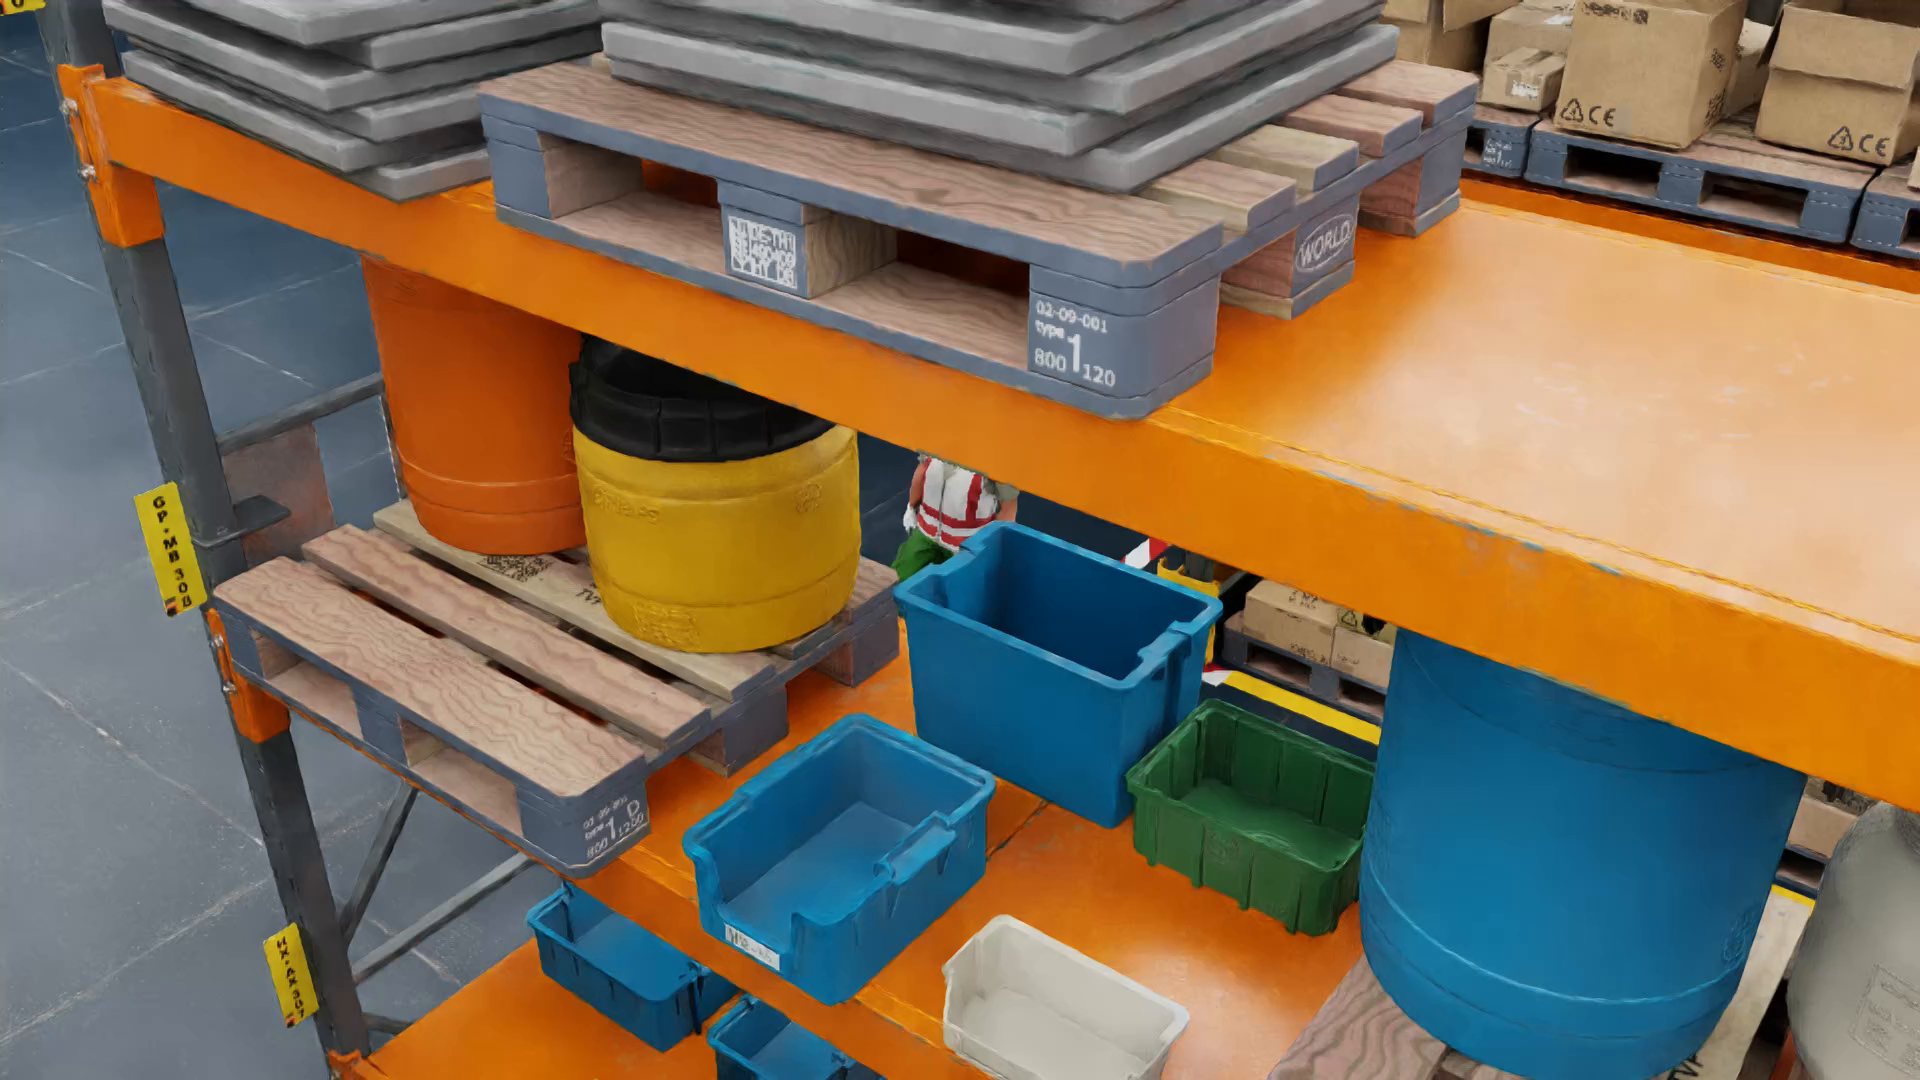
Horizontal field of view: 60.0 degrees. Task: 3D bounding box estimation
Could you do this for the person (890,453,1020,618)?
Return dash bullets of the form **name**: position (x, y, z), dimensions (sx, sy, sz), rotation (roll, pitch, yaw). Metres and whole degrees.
- **person**: position (-0.084, 0.001, 8.046), dimensions (0.728, 1.774, 0.453), rotation (20, 36, 30)
